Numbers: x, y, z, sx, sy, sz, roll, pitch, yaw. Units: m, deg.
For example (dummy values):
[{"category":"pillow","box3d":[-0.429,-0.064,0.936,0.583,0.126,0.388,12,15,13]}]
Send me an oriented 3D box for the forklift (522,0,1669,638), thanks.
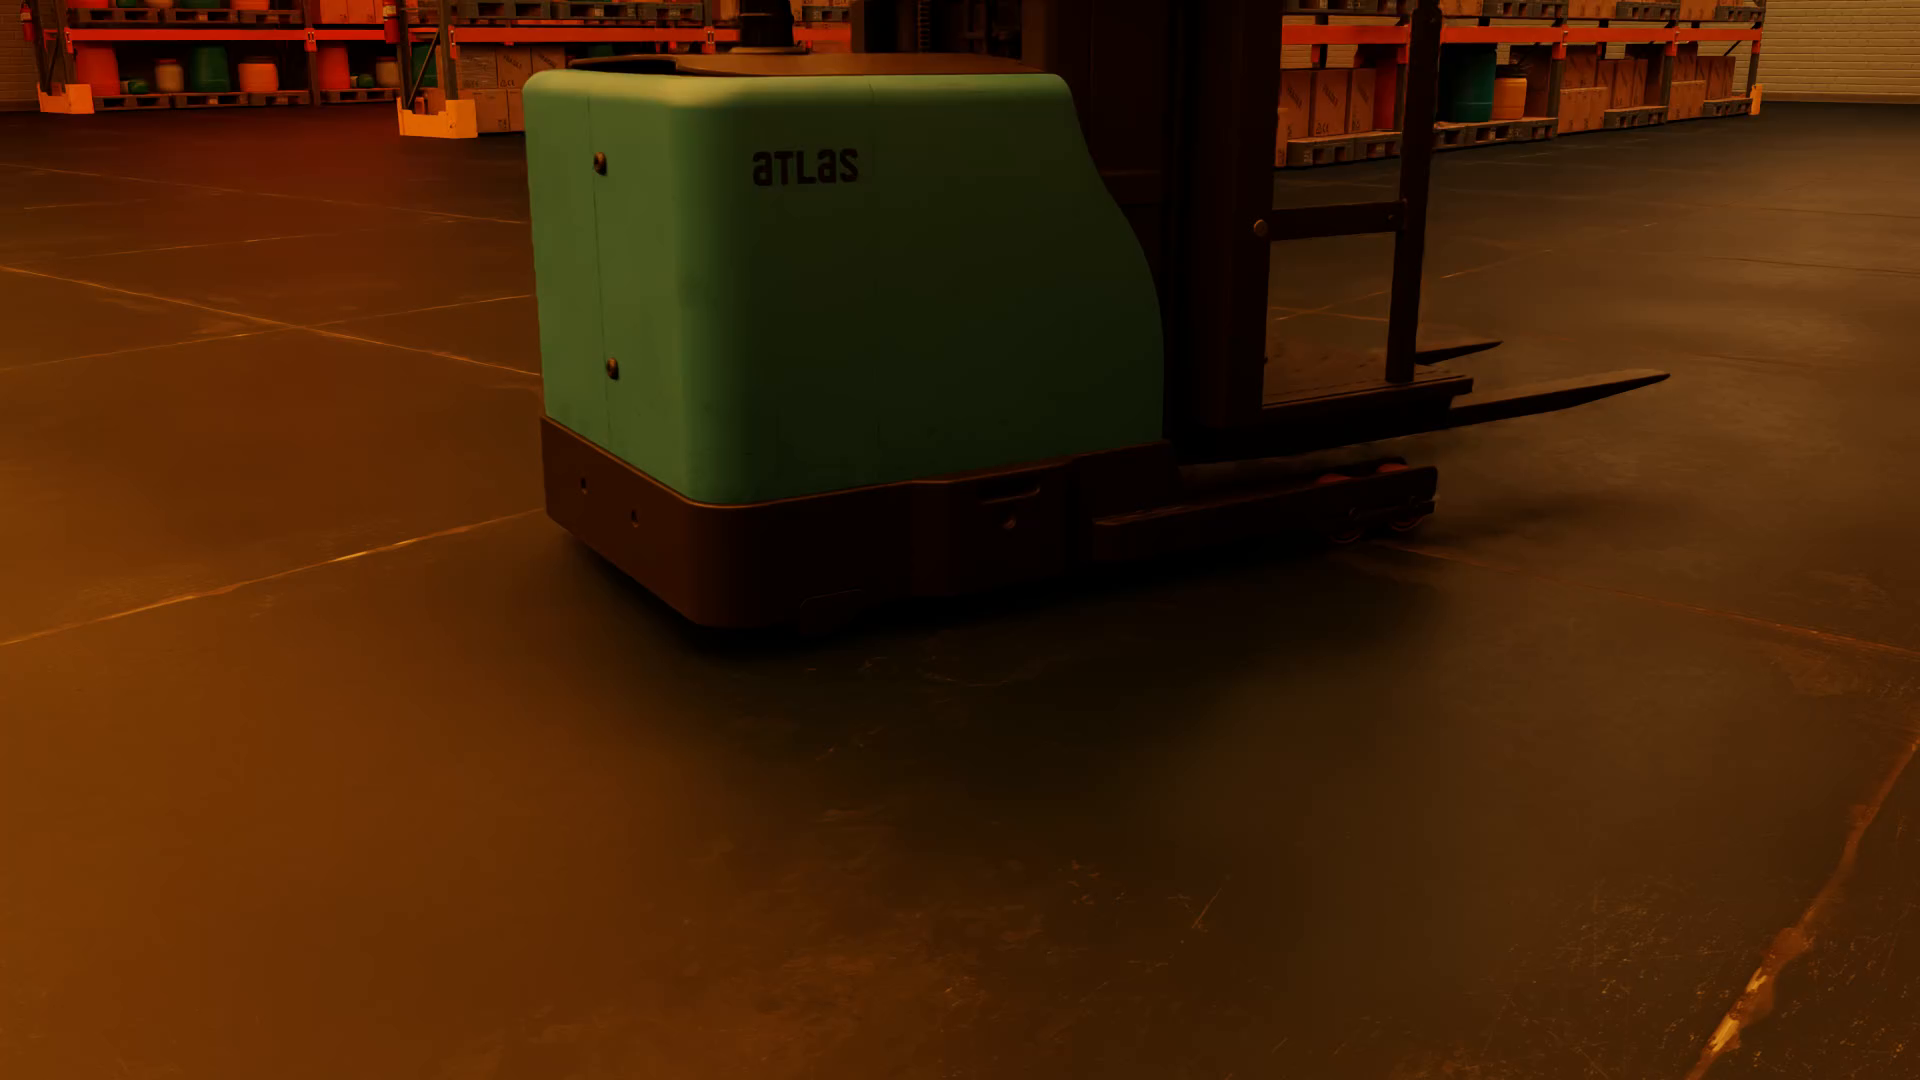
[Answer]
[{"category":"forklift","box3d":[0.554,-1.513,3.880,3.031,2.935,1.130,-10,20,-30]}]
